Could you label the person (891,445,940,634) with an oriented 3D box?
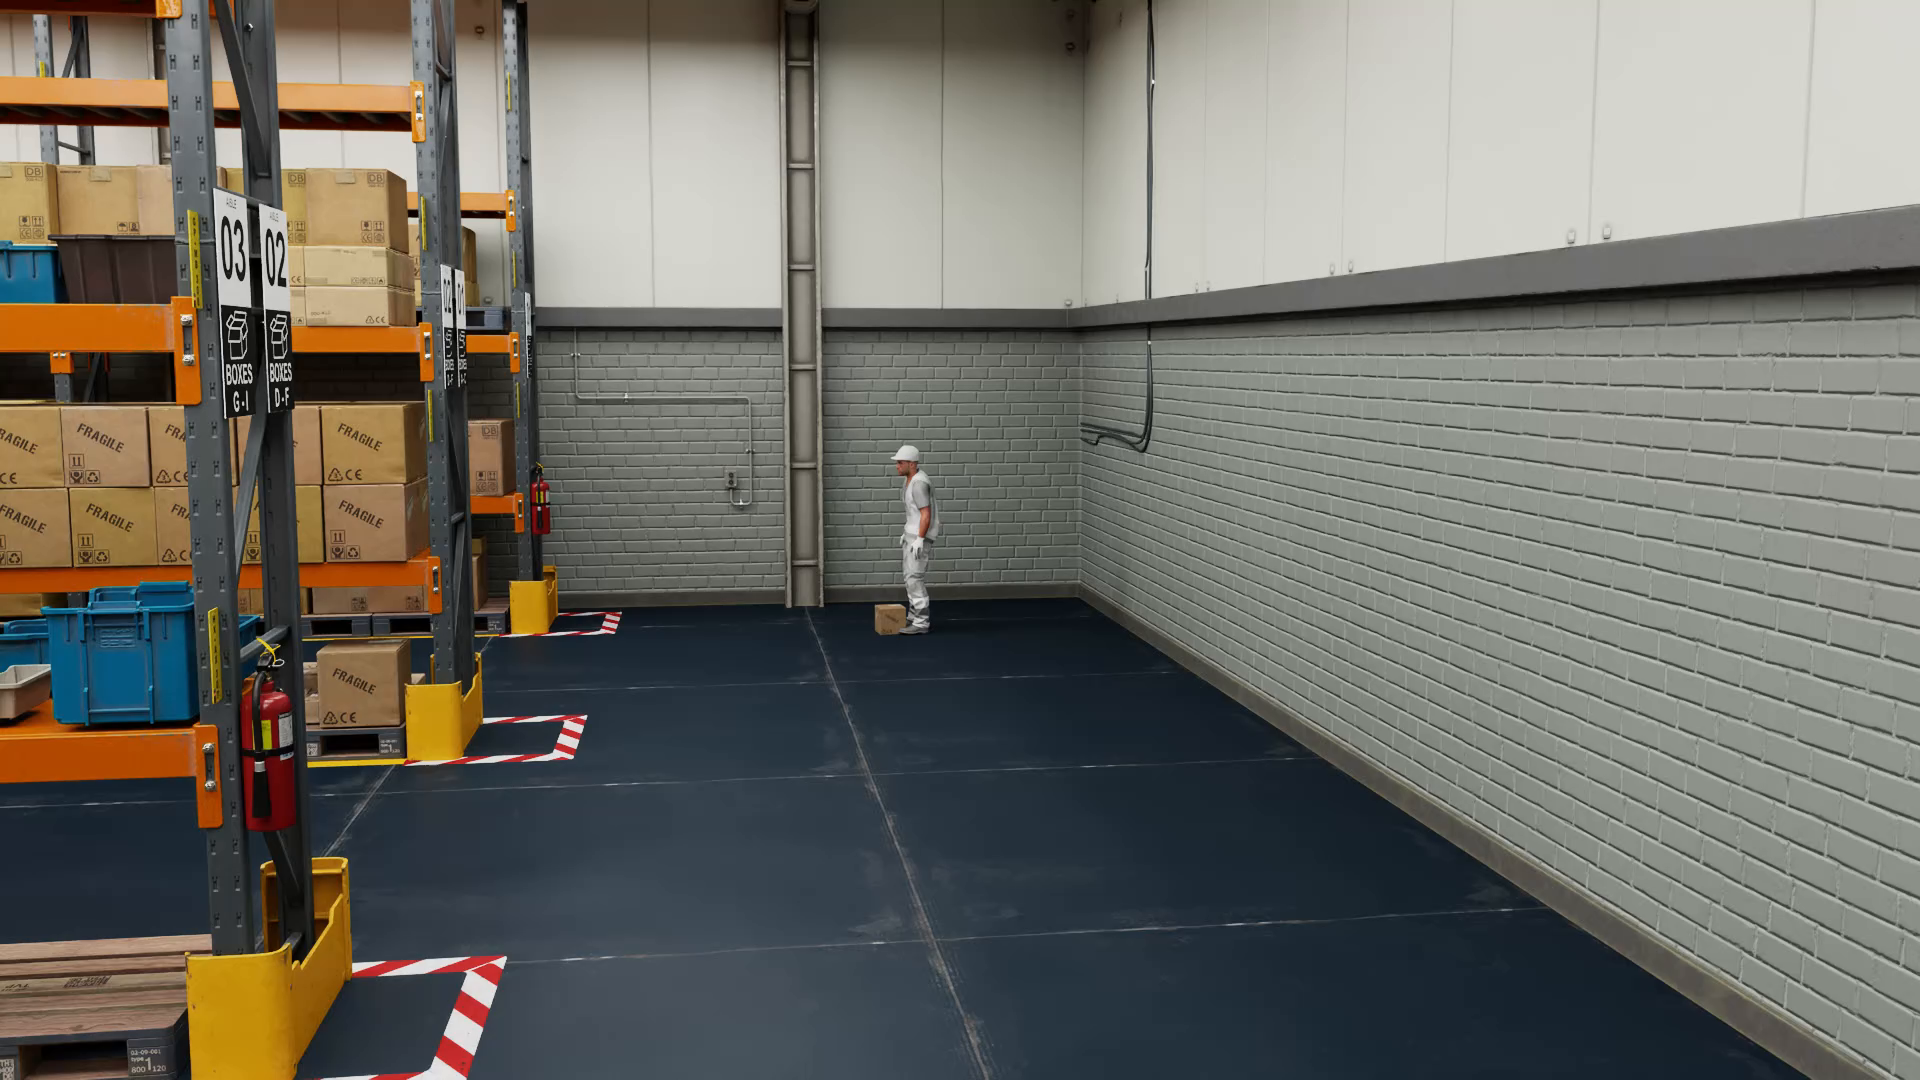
[{"bbox_3d":[-0.433,-0.006,15.704,0.453,1.778,0.616,-1,7,-12],"label":"person"}]
